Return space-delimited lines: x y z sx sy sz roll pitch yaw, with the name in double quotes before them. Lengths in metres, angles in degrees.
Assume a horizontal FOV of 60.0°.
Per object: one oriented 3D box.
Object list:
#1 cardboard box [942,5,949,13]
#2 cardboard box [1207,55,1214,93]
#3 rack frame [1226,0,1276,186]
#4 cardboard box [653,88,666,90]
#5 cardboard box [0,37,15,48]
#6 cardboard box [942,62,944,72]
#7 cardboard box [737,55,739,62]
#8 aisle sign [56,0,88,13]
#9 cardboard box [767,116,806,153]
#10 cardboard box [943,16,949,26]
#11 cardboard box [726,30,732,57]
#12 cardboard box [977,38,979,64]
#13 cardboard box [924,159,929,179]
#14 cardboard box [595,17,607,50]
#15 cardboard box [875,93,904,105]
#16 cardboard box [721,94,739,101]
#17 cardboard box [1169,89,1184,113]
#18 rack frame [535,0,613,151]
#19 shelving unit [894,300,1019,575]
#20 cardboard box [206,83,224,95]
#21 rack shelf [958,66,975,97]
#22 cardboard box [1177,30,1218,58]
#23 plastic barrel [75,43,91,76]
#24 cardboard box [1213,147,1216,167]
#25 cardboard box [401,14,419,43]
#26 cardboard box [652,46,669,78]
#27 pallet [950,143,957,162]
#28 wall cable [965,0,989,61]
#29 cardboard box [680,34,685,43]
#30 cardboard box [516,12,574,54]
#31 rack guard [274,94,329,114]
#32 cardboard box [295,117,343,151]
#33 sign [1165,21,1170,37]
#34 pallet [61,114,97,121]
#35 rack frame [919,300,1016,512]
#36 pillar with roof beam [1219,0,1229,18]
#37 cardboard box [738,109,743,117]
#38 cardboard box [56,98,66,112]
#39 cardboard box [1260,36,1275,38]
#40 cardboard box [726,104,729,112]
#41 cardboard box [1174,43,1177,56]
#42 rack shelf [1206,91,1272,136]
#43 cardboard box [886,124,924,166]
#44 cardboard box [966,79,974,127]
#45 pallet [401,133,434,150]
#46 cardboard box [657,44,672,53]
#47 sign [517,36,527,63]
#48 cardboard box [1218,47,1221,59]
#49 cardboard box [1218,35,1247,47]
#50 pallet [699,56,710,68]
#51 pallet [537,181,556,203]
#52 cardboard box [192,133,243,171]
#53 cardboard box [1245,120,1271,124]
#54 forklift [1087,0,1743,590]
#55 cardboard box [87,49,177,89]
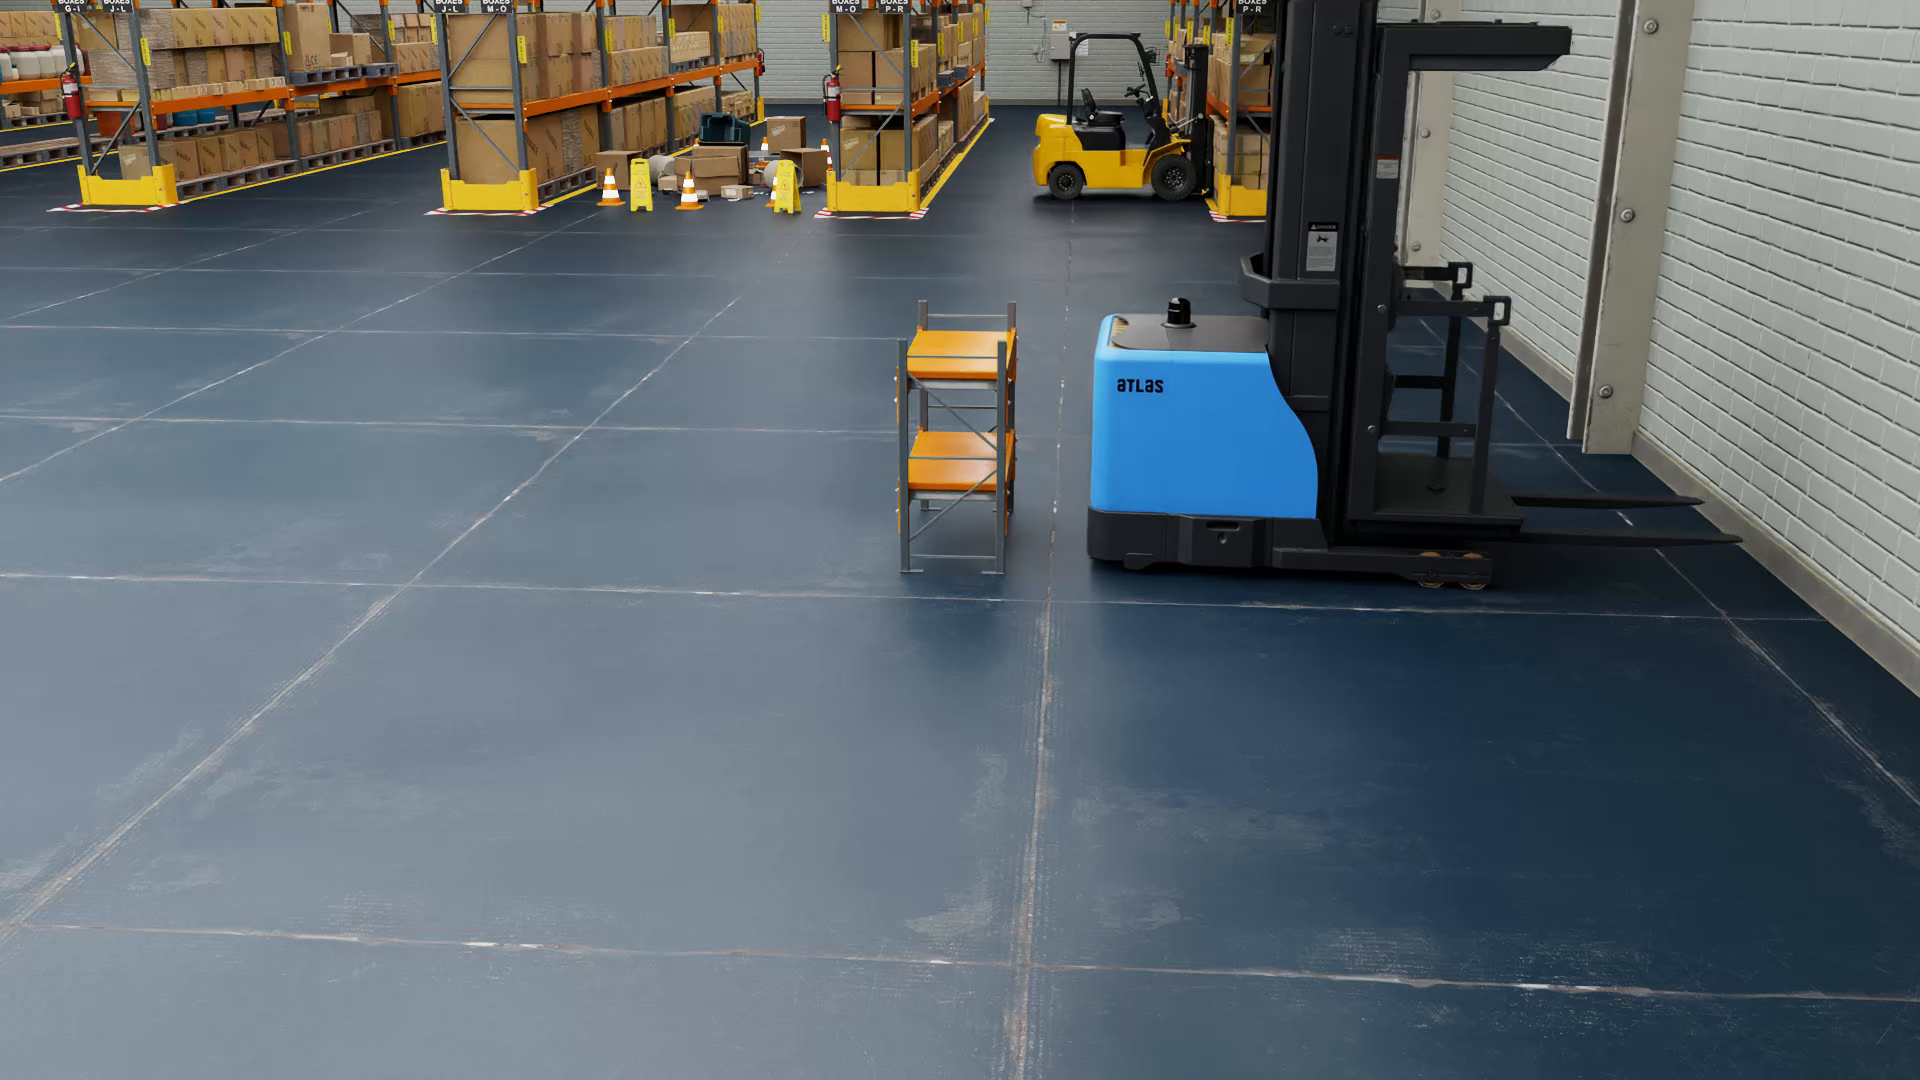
"cardboard box" -0.420 -10.385 32.492 0.380 0.149 0.250 2 18 5
"cardboard box" 3.833 -6.693 23.873 0.500 0.500 0.500 1 18 2
"rack frame" 3.839 -5.536 20.500 1.000 3.000 0.127 1 18 4
"cardboard box" -5.590 -8.272 30.986 0.500 0.250 0.500 2 18 6
"cardboard box" -19.709 -10.015 34.011 0.500 0.500 0.500 2 18 5
"cardboard box" -0.444 -7.210 25.338 0.380 0.149 0.250 2 18 5
"cardboard box" -4.831 -10.069 34.737 0.380 0.149 0.250 1 18 2
"aisle sign" -11.300 -7.089 21.066 0.394 0.787 0.004 1 18 4
"cardboard box" -2.603 -6.090 24.990 0.500 0.500 0.500 1 18 4
"cardboard box" -0.375 -8.312 26.619 0.380 0.149 0.250 0 18 1
"cardboard box" -4.881 -9.942 33.310 0.500 0.500 0.500 1 18 4
"cardboard box" 0.125 -9.870 33.567 0.500 0.500 0.500 1 18 4
"cardboard box" -0.708 -5.111 22.944 0.500 0.250 0.500 3 18 8
"cardboard box" -5.740 -7.644 25.167 0.700 0.500 0.500 1 18 3
"cardboard box" -0.881 -5.627 21.181 0.380 0.149 0.250 1 18 4
"cardboard box" -4.837 -9.248 34.778 0.380 0.149 0.250 1 18 2
"cardboard box" 4.848 -9.330 35.415 0.797 0.503 0.637 1 18 2
"rack frame" -5.770 -6.967 24.867 1.000 3.000 0.127 1 18 4
"shelving unit" 0.000 -0.537 8.254 0.538 1.125 1.048 1 18 4
"cardboard box" -10.534 -6.294 23.217 0.380 0.149 0.250 1 18 4
"rack shelf" -0.395 -8.409 30.425 1.077 0.370 4.000 1 18 4
"cardboard box" 4.404 -9.204 30.859 0.700 0.500 0.500 1 18 5
"plastic barrel" -15.095 -8.375 28.948 0.600 0.536 0.708 1 18 4
"cardboard box" 3.625 -5.141 22.233 0.500 0.250 0.500 1 18 3
"cardboard box" -10.305 -9.304 30.230 0.797 0.503 0.637 2 18 5
"cardboard box" -5.248 -8.111 28.198 0.500 0.500 0.500 1 18 4
"pallet" -0.596 -6.562 28.110 1.003 0.211 1.213 1 18 4
"wall cable" 0.416 -12.864 41.183 0.585 1.953 0.123 1 18 4
"cardboard box" -5.181 -9.037 29.959 0.380 0.149 0.250 2 18 6
"cardboard box" -5.930 -7.099 23.296 0.875 0.550 0.550 1 18 4
"rack guard" -14.801 -9.766 37.425 1.175 0.500 0.348 1 18 4
"cardboard box" -10.552 -6.642 27.183 0.700 0.500 0.500 0 18 -1
"sign" 4.445 -10.928 35.567 0.100 0.325 0.005 1 18 4
"pallet" -19.792 -9.462 36.960 1.003 0.211 1.213 1 18 4
"rack frame" 0.037 -0.695 8.736 0.500 1.125 0.032 1 18 4
"pillar with roof beam" 1.784 -14.269 37.518 9.100 9.000 0.400 1 18 4
"cardboard box" -4.762 -8.966 34.873 0.380 0.149 0.250 2 18 5
"cardboard box" -19.622 -9.492 36.282 0.500 0.250 0.500 1 18 4
"cardboard box" 4.231 -6.694 22.355 0.380 0.149 0.250 2 18 5
"cardboard box" -4.919 -8.784 33.839 0.380 0.149 0.250 0 18 1
"cardboard box" 4.562 -9.807 33.298 0.500 0.250 0.500 1 18 4
"rack shelf" 3.982 -5.815 22.507 1.077 0.370 4.000 1 18 4
"cardboard box" -0.744 -5.309 22.344 0.500 0.500 0.500 1 18 2
"cardboard box" -0.217 -8.368 31.881 0.875 0.875 0.875 2 18 6
"pallet" -10.292 -7.269 30.268 1.003 0.211 1.213 1 18 4
"cardboard box" -5.248 -8.576 29.030 0.380 0.149 0.250 2 18 6
"sign" -5.504 -6.159 20.885 0.100 0.325 0.005 1 18 4
"cardboard box" 3.720 -6.644 22.679 0.380 0.149 0.250 1 18 2
"cardboard box" 3.756 -6.861 22.865 0.380 0.149 0.250 1 18 3
"pallet" -5.396 -9.126 31.765 1.003 0.211 1.213 1 18 4
"pallet" -6.077 -4.649 22.273 1.003 0.211 1.213 1 18 4
"cardboard box" -10.778 -5.625 24.111 0.500 0.500 0.500 0 18 -1
"cardboard box" 4.212 -5.674 23.059 0.500 0.250 0.500 1 18 4
"forklift" 2.165 -1.337 7.797 3.031 2.935 1.130 2 18 7
"cardboard box" -10.930 -6.226 21.967 0.875 0.500 0.500 1 18 4
